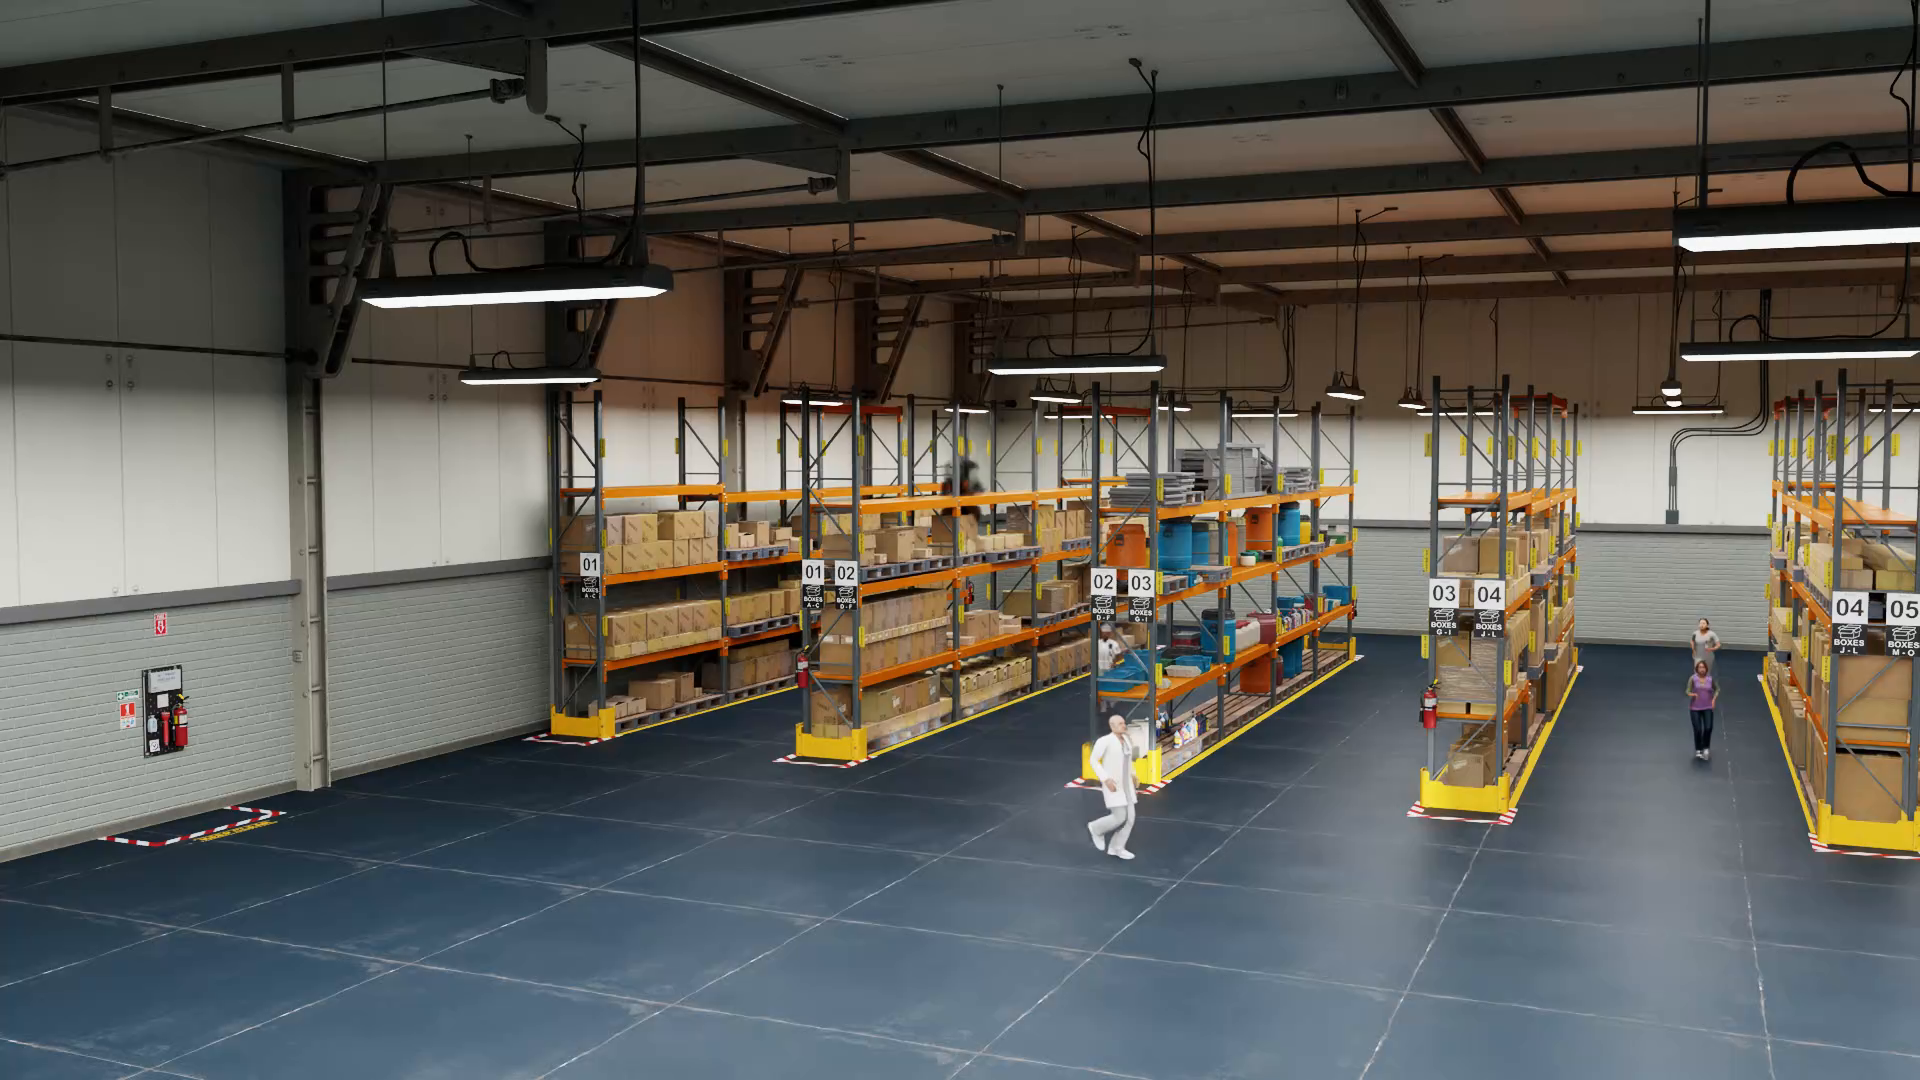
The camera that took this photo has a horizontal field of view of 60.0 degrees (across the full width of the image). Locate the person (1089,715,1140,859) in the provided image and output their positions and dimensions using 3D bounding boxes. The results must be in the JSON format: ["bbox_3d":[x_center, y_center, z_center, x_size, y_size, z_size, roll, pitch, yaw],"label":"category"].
[{"bbox_3d":[1.879,3.011,20.396,0.703,1.741,0.630,-3,4,-41],"label":"person"}]

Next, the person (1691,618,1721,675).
[{"bbox_3d":[14.568,2.371,32.501,0.562,1.710,0.798,2,4,30],"label":"person"}]

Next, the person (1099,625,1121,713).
[{"bbox_3d":[2.754,2.435,31.502,0.573,1.650,0.584,1,3,17],"label":"person"}]

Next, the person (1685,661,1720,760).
[{"bbox_3d":[11.902,2.731,26.661,0.519,1.582,0.615,1,3,21],"label":"person"}]
